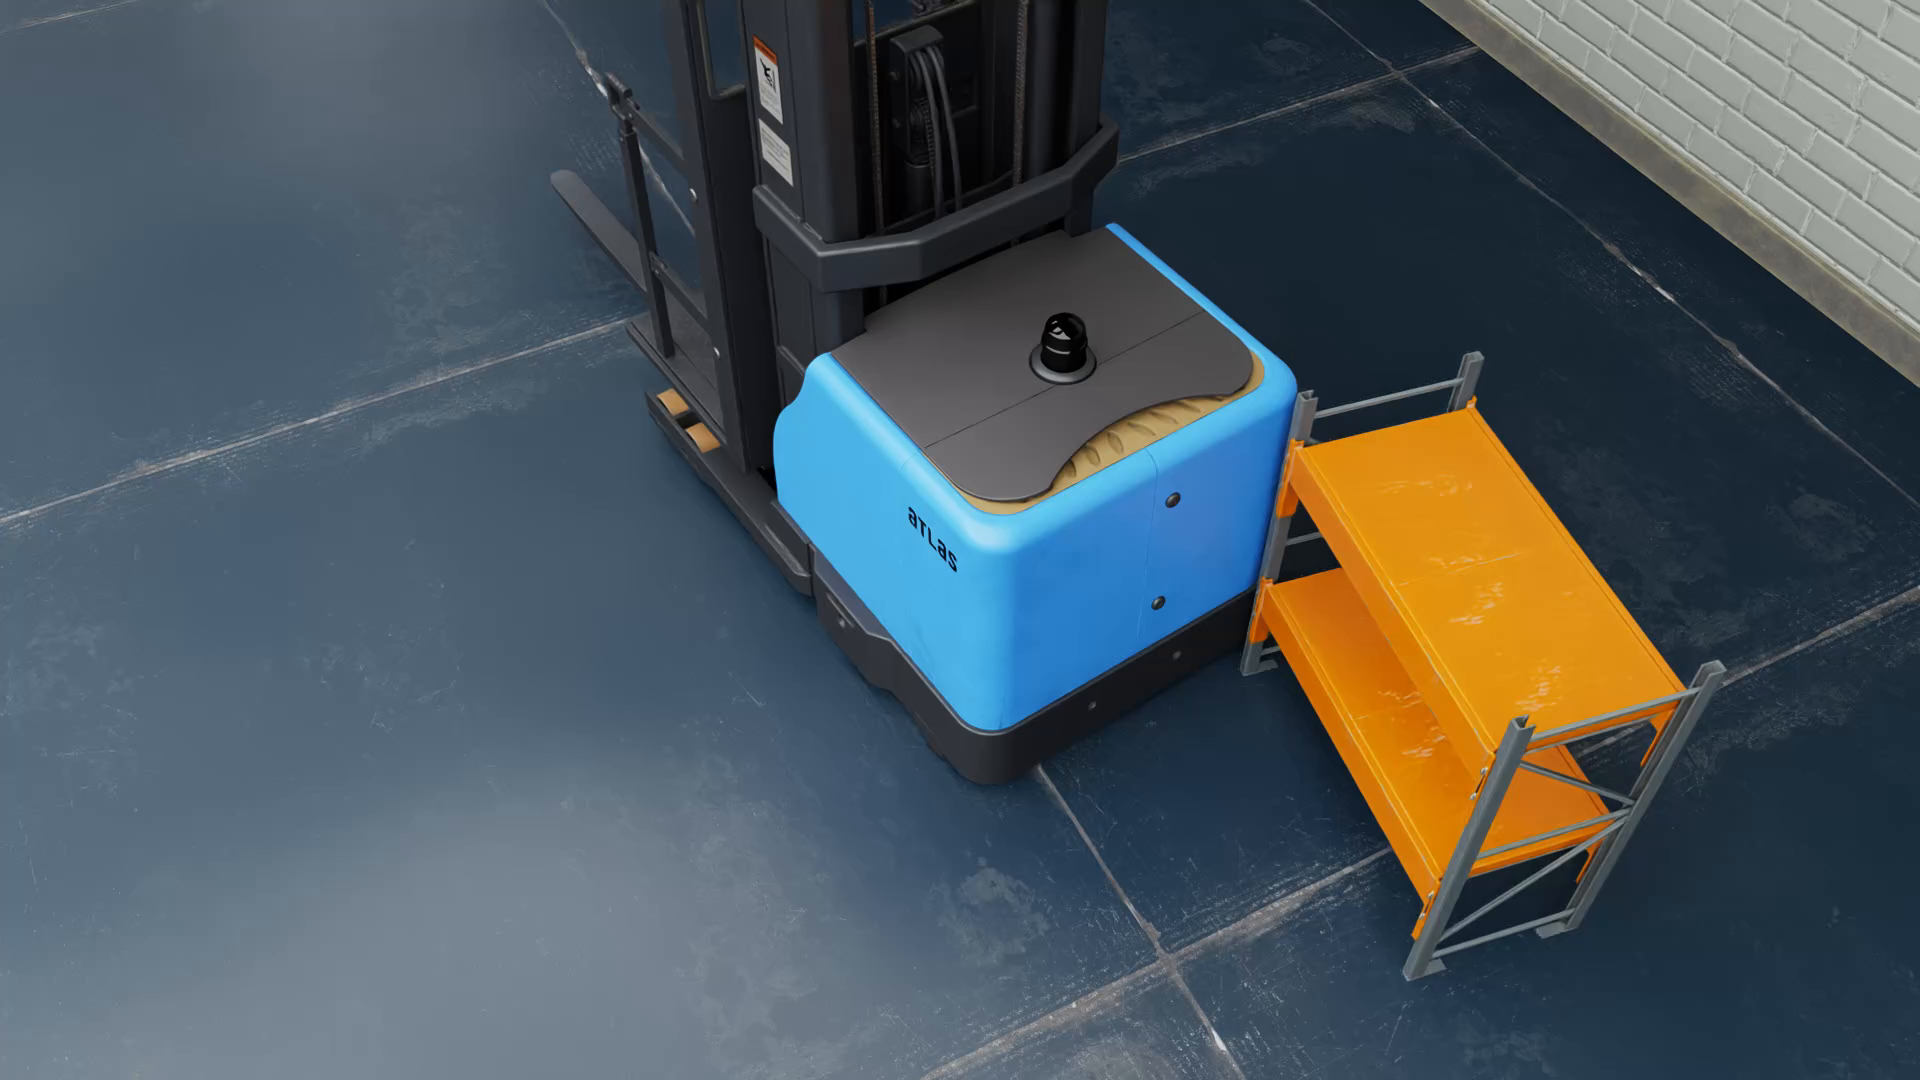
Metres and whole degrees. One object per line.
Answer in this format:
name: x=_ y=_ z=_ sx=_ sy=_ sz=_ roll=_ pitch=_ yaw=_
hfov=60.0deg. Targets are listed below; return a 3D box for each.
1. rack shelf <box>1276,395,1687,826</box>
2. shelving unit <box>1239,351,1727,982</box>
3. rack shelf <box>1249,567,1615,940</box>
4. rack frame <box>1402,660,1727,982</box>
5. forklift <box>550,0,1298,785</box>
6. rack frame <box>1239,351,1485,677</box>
rack shelf: x=1.224 y=0.136 z=3.995 sx=0.538 sy=0.278 sz=1.000 roll=-14 pitch=50 yaw=-12
shelving unit: x=1.224 y=0.329 z=4.215 sx=0.538 sy=1.125 sz=1.048 roll=-14 pitch=50 yaw=-12
rack shelf: x=1.224 y=0.490 z=4.399 sx=0.538 sy=0.278 sz=1.000 roll=-14 pitch=50 yaw=-12
rack frame: x=1.379 y=0.693 z=3.897 sx=0.500 sy=1.125 sz=0.032 roll=-14 pitch=50 yaw=-12
forklift: x=-0.377 y=-1.375 z=4.505 sx=1.130 sy=2.935 sz=3.031 roll=-28 pitch=54 yaw=-22
rack frame: x=1.068 y=-0.036 z=4.534 sx=0.500 sy=1.125 sz=0.032 roll=-14 pitch=50 yaw=-12
